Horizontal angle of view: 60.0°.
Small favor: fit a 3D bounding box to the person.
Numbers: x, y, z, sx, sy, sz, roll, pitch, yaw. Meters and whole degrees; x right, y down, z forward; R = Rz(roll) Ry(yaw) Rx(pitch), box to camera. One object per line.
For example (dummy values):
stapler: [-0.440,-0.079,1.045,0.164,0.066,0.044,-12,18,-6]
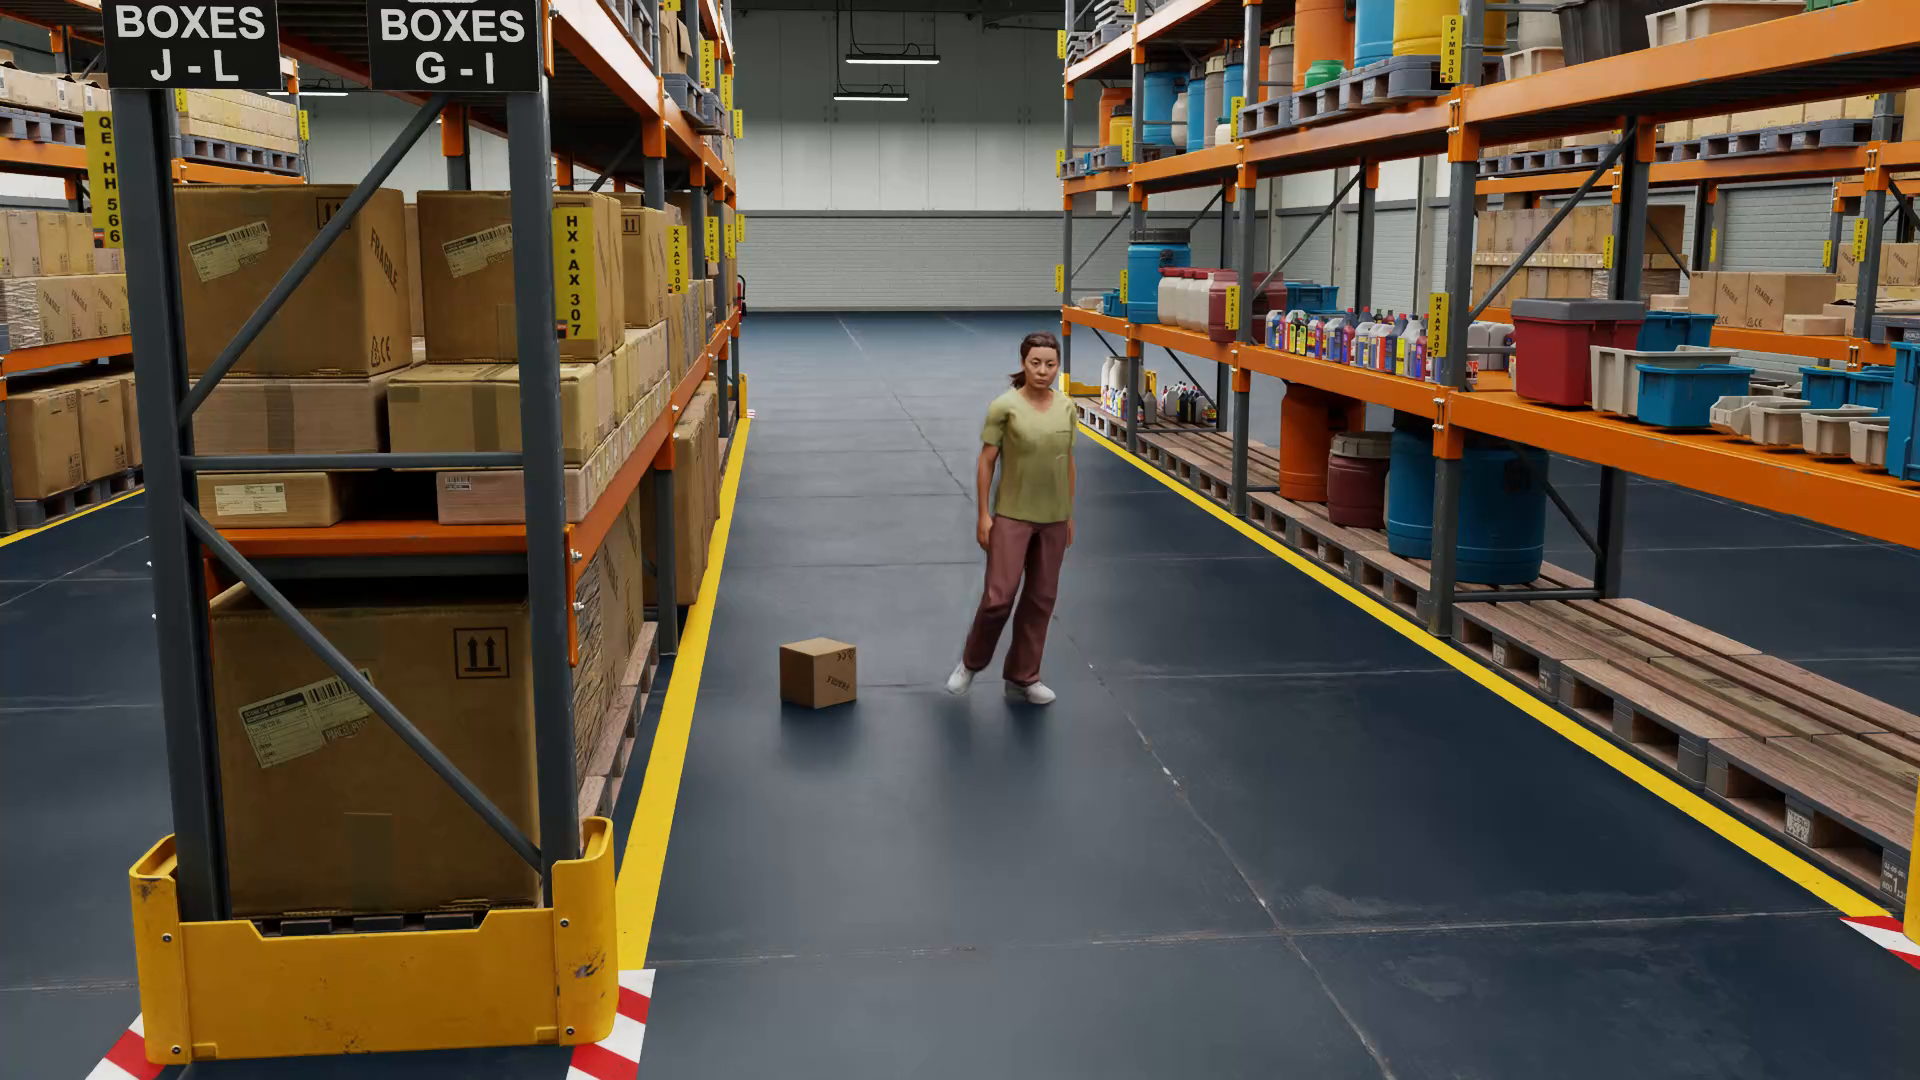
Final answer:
person: [0.234,-0.095,7.345,0.582,1.666,0.452,-4,11,-23]
